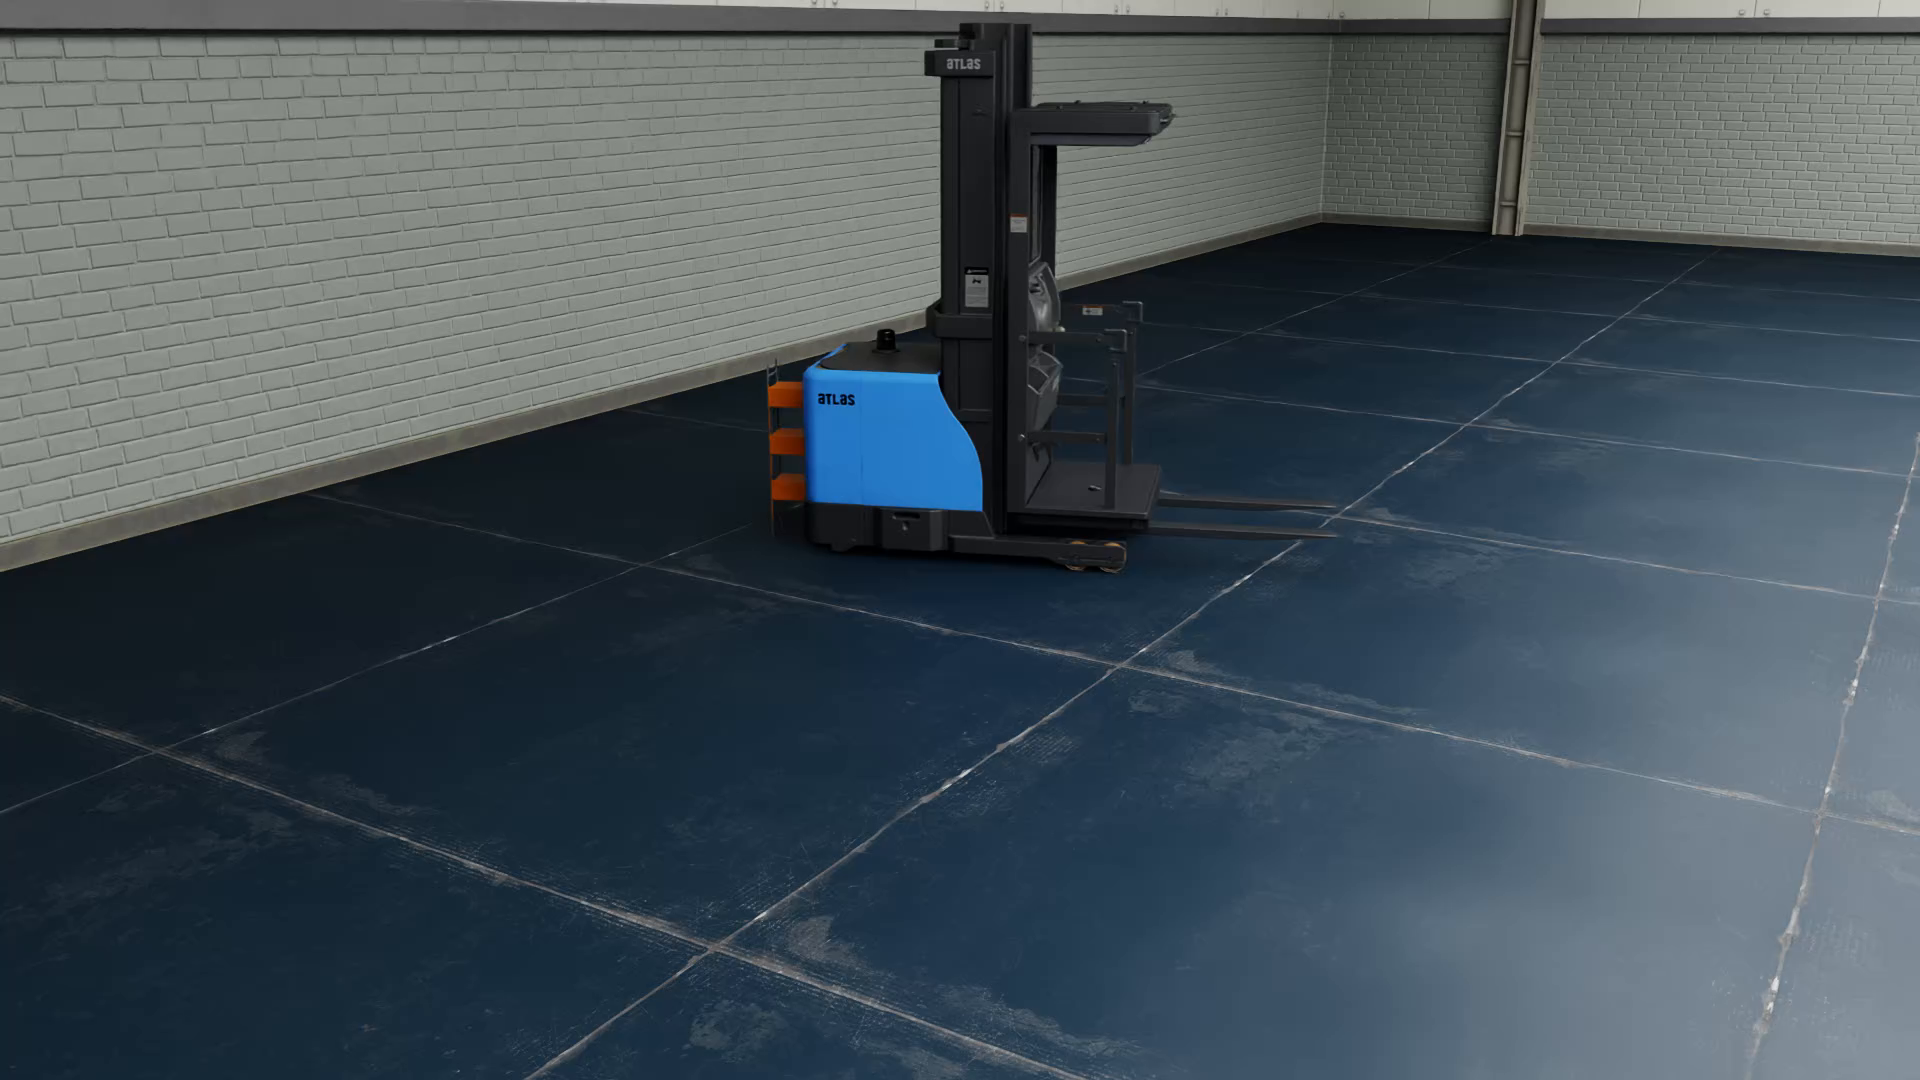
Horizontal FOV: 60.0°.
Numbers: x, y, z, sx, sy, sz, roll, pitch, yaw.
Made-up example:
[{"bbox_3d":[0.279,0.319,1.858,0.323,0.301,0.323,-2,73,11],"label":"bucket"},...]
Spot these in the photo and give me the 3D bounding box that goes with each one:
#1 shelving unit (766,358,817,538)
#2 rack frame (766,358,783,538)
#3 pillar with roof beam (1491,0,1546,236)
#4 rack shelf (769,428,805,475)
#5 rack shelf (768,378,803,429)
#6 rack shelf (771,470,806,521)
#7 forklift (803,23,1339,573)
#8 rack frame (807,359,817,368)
[{"bbox_3d":[-0.979,-0.538,9.845,0.252,1.050,0.215,3,17,10],"label":"shelving unit"},{"bbox_3d":[-1.099,-0.544,9.867,0.008,1.050,0.200,3,17,10],"label":"rack frame"},{"bbox_3d":[5.993,-7.848,20.234,0.400,9.000,9.100,10,20,30],"label":"pillar with roof beam"},{"bbox_3d":[-0.979,-0.528,9.848,0.240,0.259,0.215,3,17,10],"label":"rack shelf"},{"bbox_3d":[-0.979,-0.799,9.766,0.240,0.259,0.215,3,17,10],"label":"rack shelf"},{"bbox_3d":[-0.979,-0.262,9.929,0.240,0.259,0.215,3,17,10],"label":"rack shelf"},{"bbox_3d":[0.665,-1.387,9.406,3.031,2.935,1.130,3,17,10],"label":"forklift"},{"bbox_3d":[-0.860,-0.531,9.823,0.008,1.050,0.200,3,17,10],"label":"rack frame"}]
